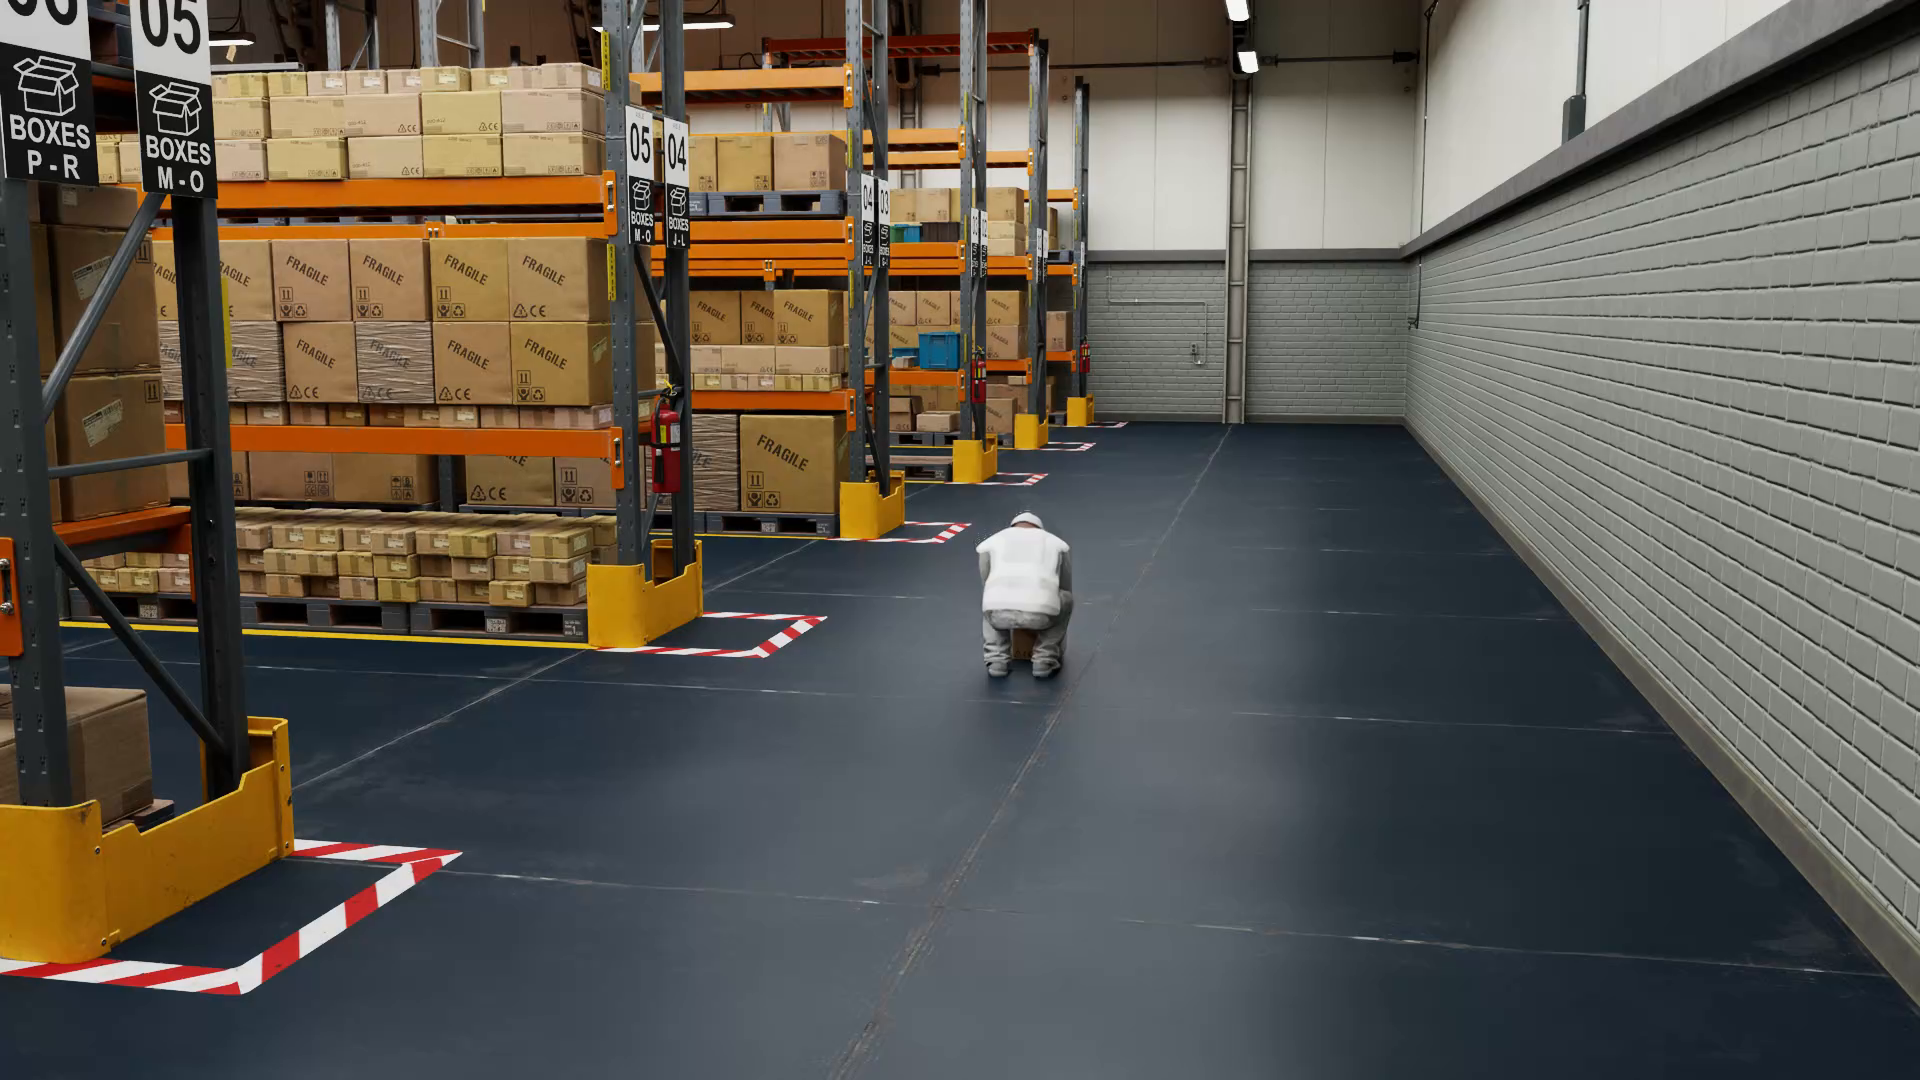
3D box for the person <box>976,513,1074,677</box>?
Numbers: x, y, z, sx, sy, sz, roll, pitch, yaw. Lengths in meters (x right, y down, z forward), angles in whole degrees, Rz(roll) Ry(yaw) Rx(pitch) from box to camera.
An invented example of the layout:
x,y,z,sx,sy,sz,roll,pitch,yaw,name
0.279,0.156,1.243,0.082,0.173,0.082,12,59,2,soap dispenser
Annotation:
x,y,z,sx,sy,sz,roll,pitch,yaw,name
0.356,0.327,9.429,0.569,0.884,0.913,2,8,11,person
